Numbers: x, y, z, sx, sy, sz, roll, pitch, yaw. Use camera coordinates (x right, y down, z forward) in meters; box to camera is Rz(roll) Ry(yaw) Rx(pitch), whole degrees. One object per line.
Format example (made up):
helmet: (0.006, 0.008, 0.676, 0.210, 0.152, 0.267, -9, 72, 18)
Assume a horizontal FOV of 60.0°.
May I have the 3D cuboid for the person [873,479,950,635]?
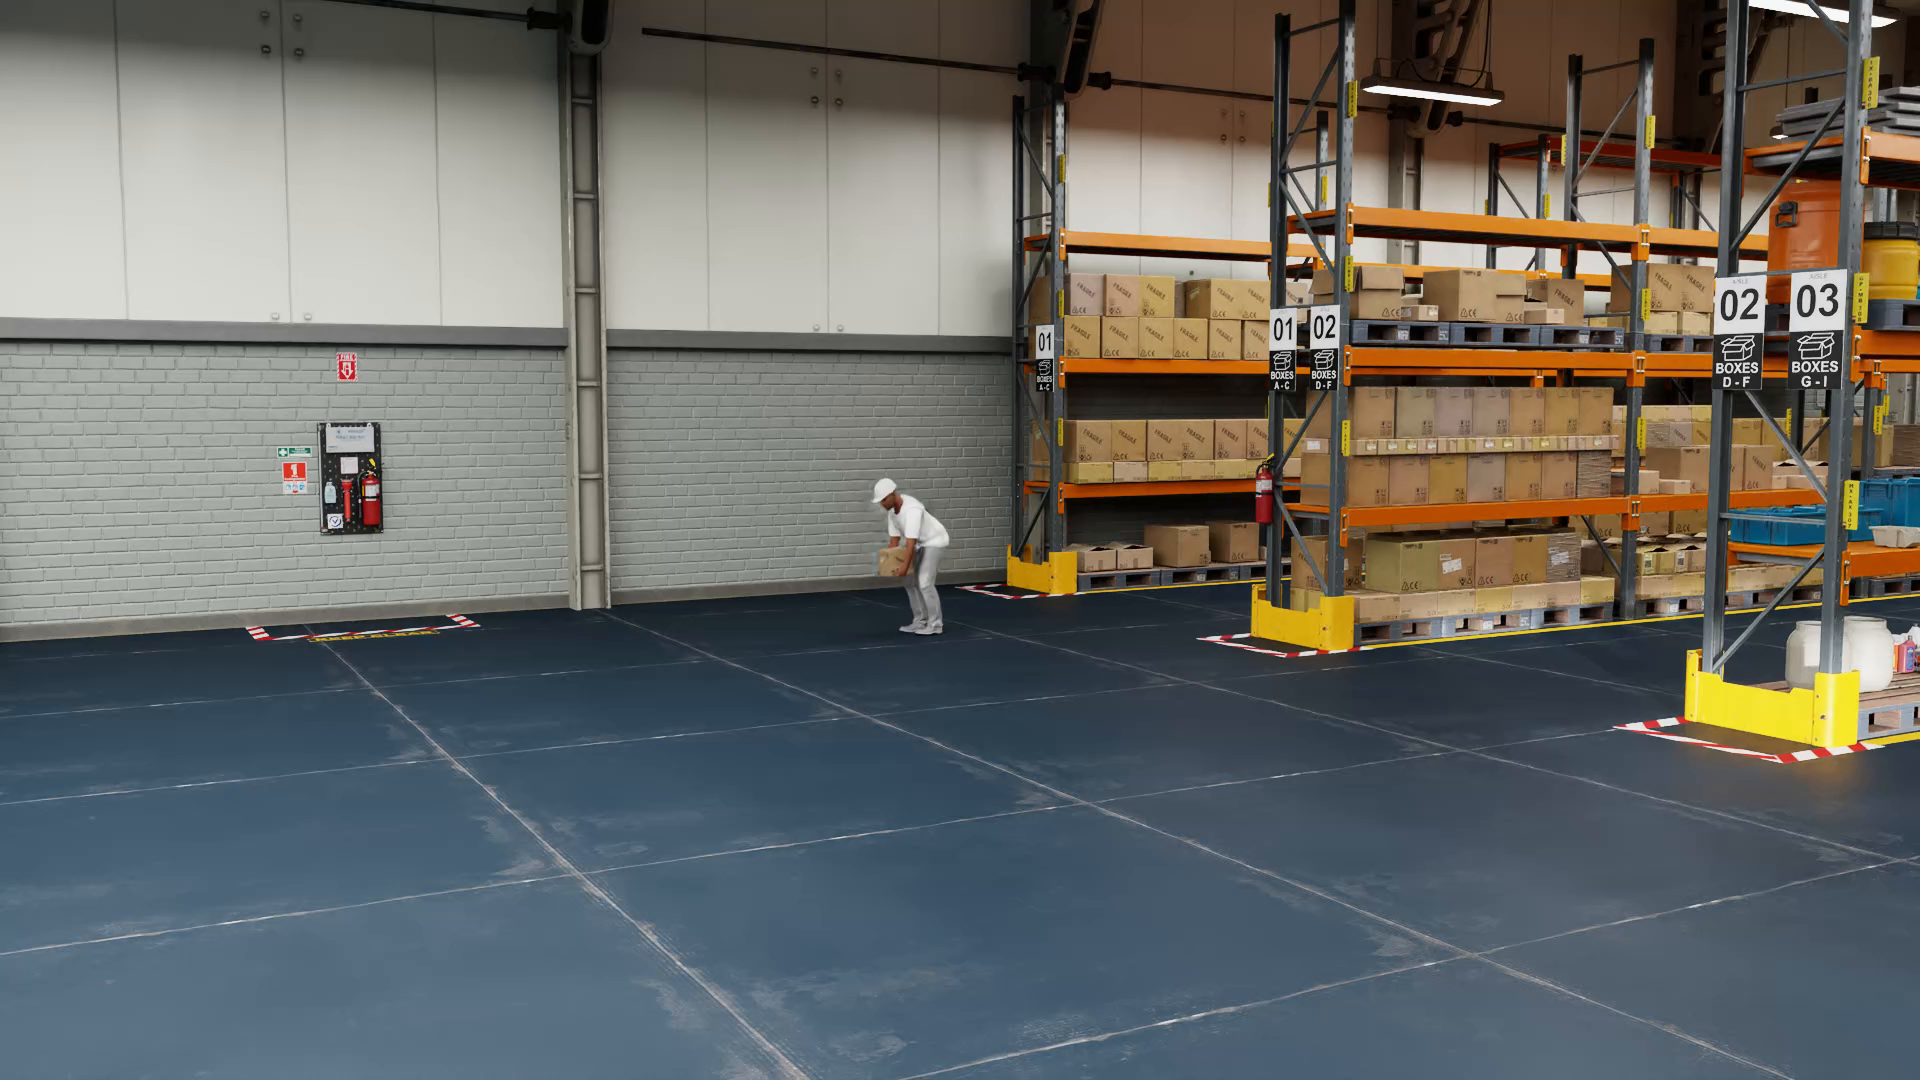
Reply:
person: (-0.499, 0.162, 16.473, 0.799, 1.554, 0.477, -3, 6, -30)
